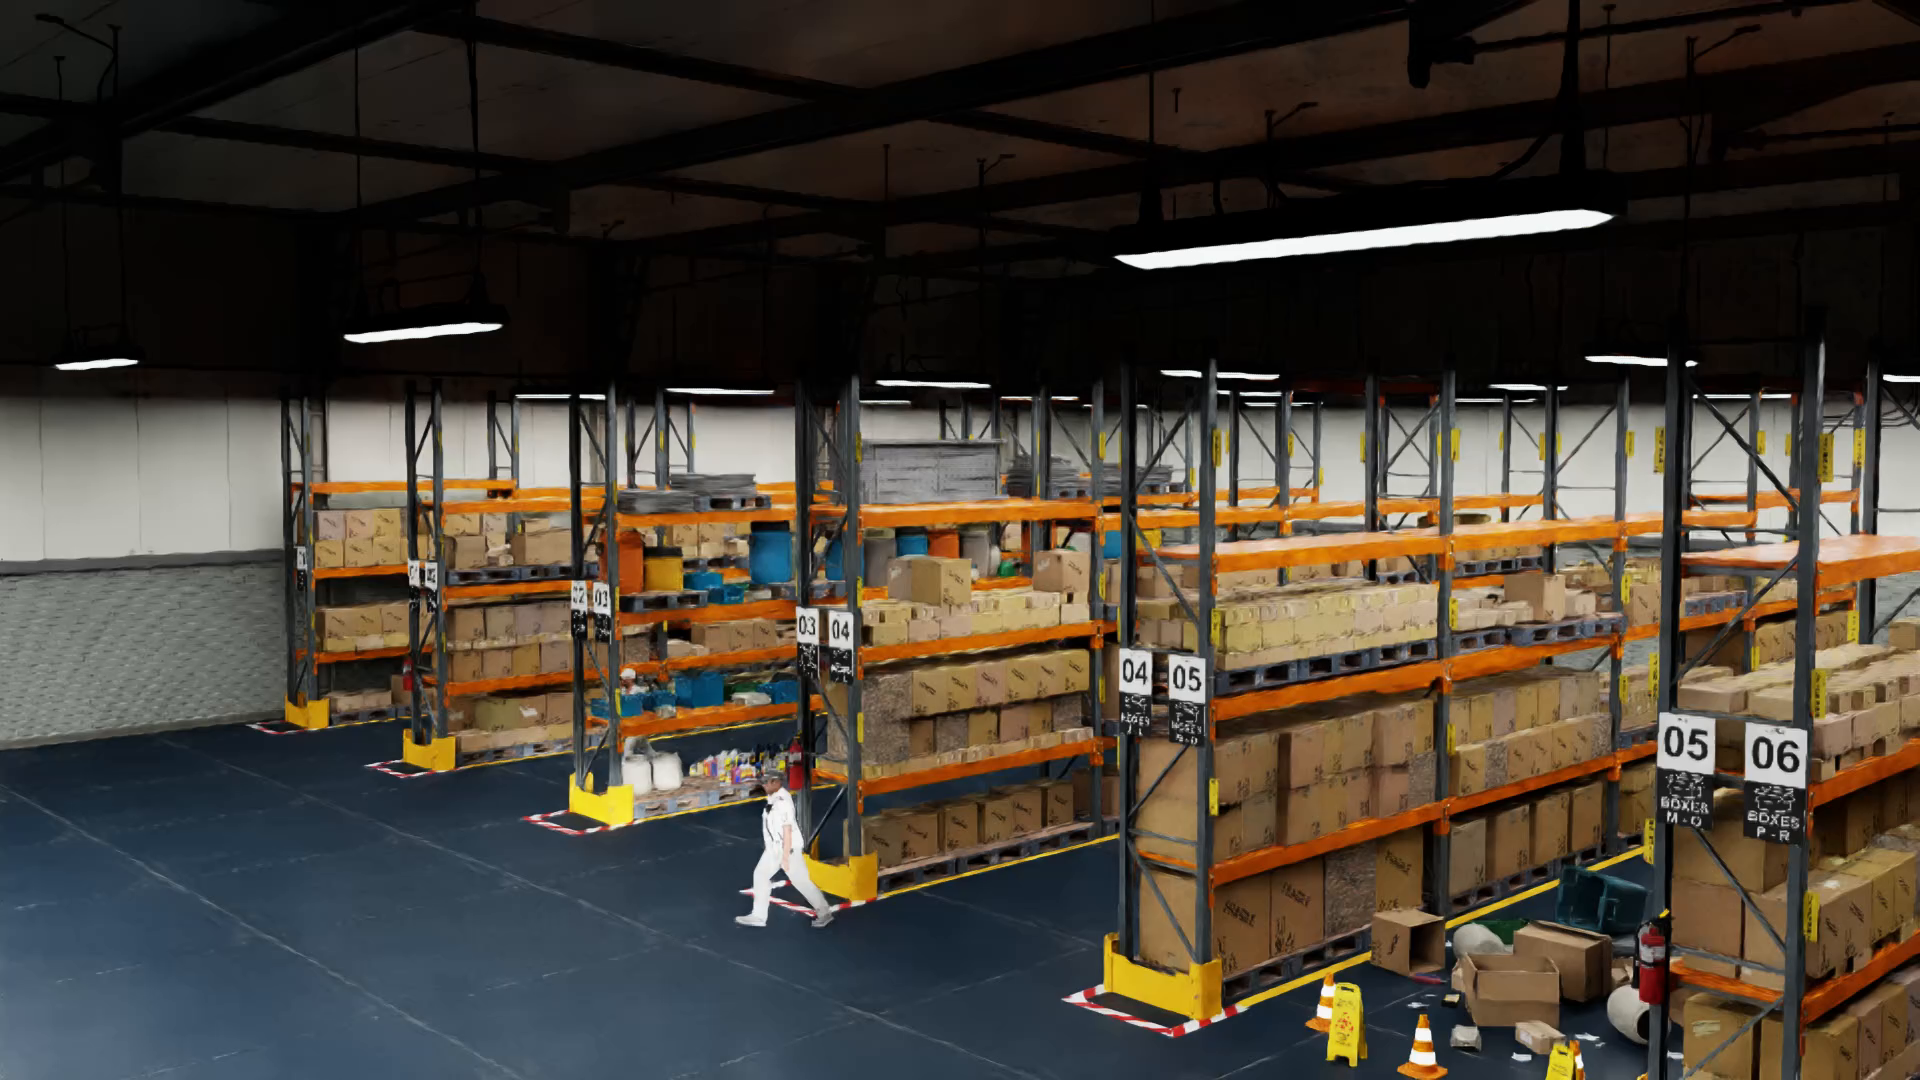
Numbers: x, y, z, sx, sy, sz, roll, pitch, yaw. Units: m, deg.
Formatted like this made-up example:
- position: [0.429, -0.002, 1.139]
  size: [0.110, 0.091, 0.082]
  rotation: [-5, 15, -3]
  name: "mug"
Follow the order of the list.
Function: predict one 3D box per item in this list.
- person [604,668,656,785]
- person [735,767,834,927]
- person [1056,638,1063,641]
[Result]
- position: [-4.849, 2.727, 24.544]
  size: [1.123, 1.709, 0.553]
  rotation: [-3, 5, -41]
  name: "person"
- position: [-1.840, 3.204, 17.364]
  size: [0.958, 1.700, 0.584]
  rotation: [-1, 4, -21]
  name: "person"
- position: [2.083, 1.918, 38.235]
  size: [0.481, 1.583, 1.083]
  rotation: [4, 5, 44]
  name: "person"
